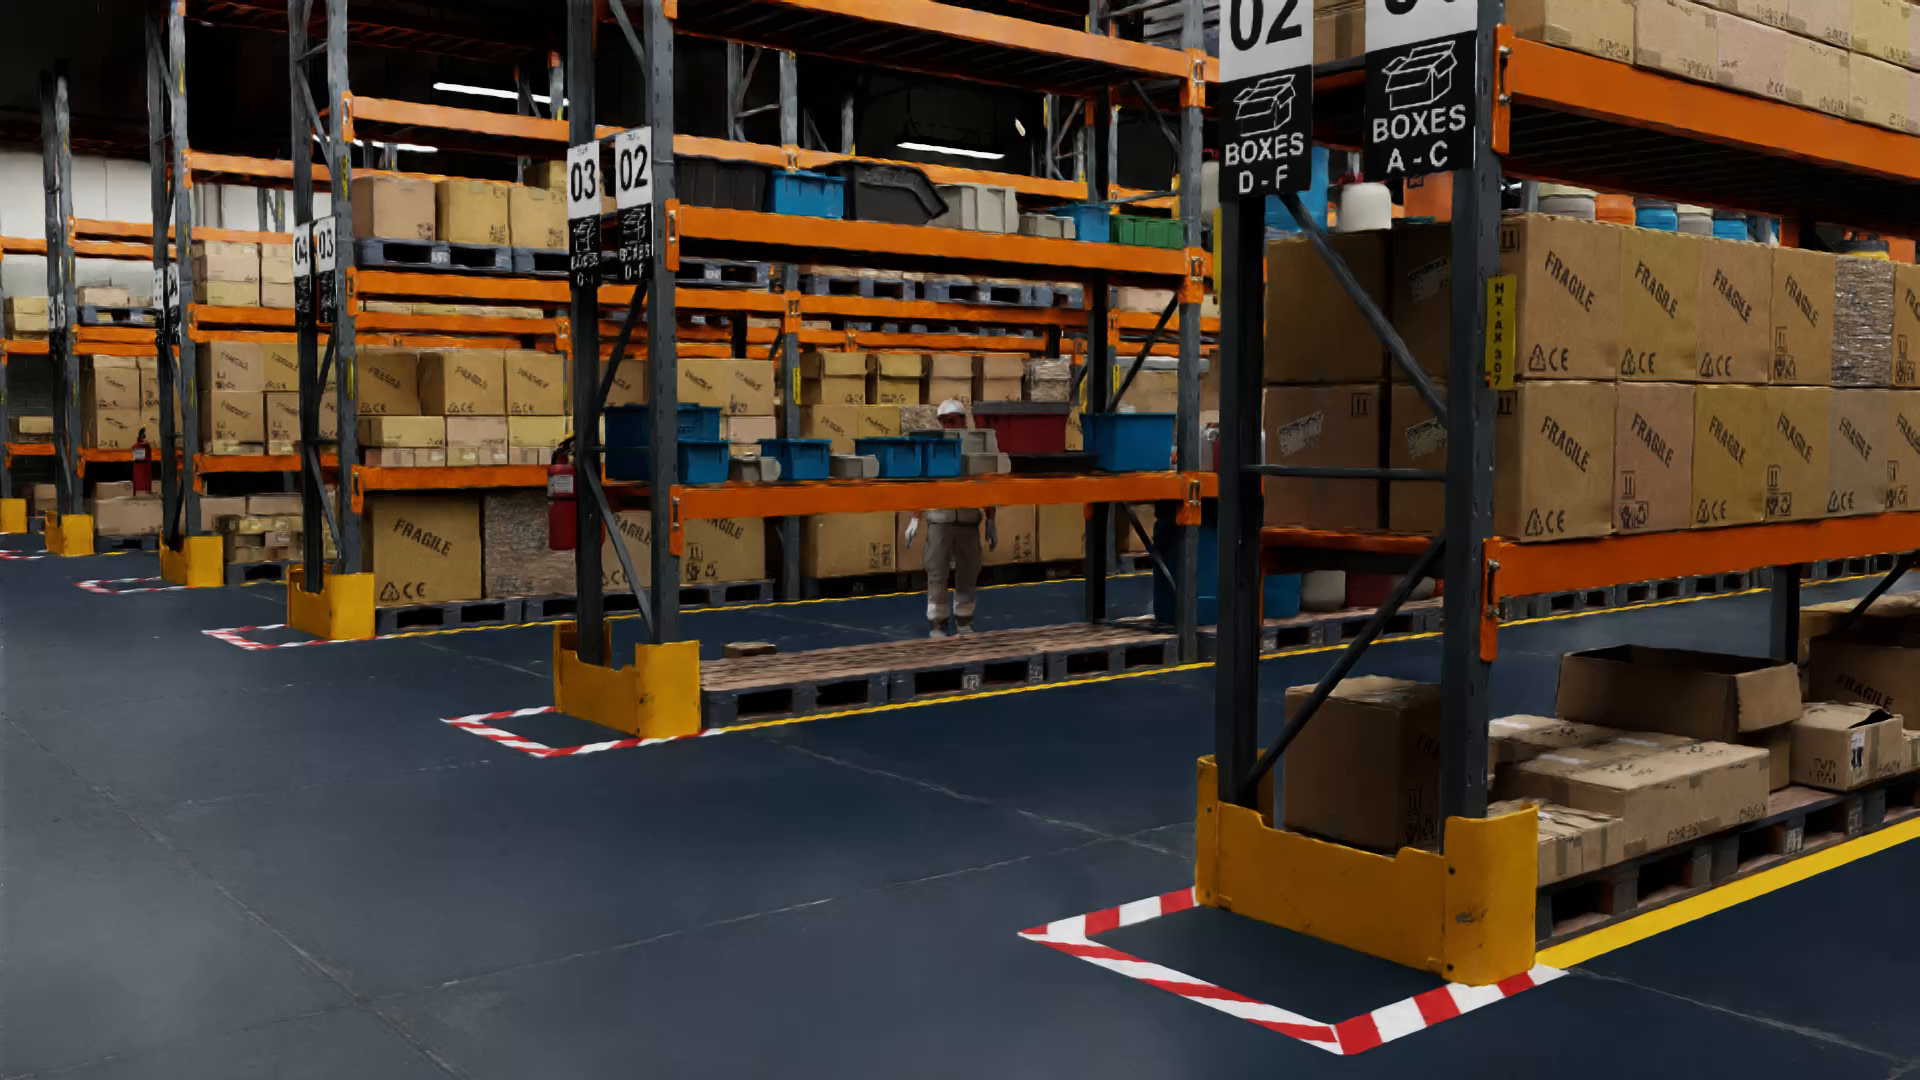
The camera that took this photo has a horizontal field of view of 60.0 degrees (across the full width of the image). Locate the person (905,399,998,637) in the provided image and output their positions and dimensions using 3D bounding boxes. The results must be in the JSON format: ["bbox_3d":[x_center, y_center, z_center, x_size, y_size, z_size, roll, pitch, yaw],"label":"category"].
[{"bbox_3d":[-0.050,-0.088,11.602,0.663,1.786,0.570,-1,4,-12],"label":"person"}]
